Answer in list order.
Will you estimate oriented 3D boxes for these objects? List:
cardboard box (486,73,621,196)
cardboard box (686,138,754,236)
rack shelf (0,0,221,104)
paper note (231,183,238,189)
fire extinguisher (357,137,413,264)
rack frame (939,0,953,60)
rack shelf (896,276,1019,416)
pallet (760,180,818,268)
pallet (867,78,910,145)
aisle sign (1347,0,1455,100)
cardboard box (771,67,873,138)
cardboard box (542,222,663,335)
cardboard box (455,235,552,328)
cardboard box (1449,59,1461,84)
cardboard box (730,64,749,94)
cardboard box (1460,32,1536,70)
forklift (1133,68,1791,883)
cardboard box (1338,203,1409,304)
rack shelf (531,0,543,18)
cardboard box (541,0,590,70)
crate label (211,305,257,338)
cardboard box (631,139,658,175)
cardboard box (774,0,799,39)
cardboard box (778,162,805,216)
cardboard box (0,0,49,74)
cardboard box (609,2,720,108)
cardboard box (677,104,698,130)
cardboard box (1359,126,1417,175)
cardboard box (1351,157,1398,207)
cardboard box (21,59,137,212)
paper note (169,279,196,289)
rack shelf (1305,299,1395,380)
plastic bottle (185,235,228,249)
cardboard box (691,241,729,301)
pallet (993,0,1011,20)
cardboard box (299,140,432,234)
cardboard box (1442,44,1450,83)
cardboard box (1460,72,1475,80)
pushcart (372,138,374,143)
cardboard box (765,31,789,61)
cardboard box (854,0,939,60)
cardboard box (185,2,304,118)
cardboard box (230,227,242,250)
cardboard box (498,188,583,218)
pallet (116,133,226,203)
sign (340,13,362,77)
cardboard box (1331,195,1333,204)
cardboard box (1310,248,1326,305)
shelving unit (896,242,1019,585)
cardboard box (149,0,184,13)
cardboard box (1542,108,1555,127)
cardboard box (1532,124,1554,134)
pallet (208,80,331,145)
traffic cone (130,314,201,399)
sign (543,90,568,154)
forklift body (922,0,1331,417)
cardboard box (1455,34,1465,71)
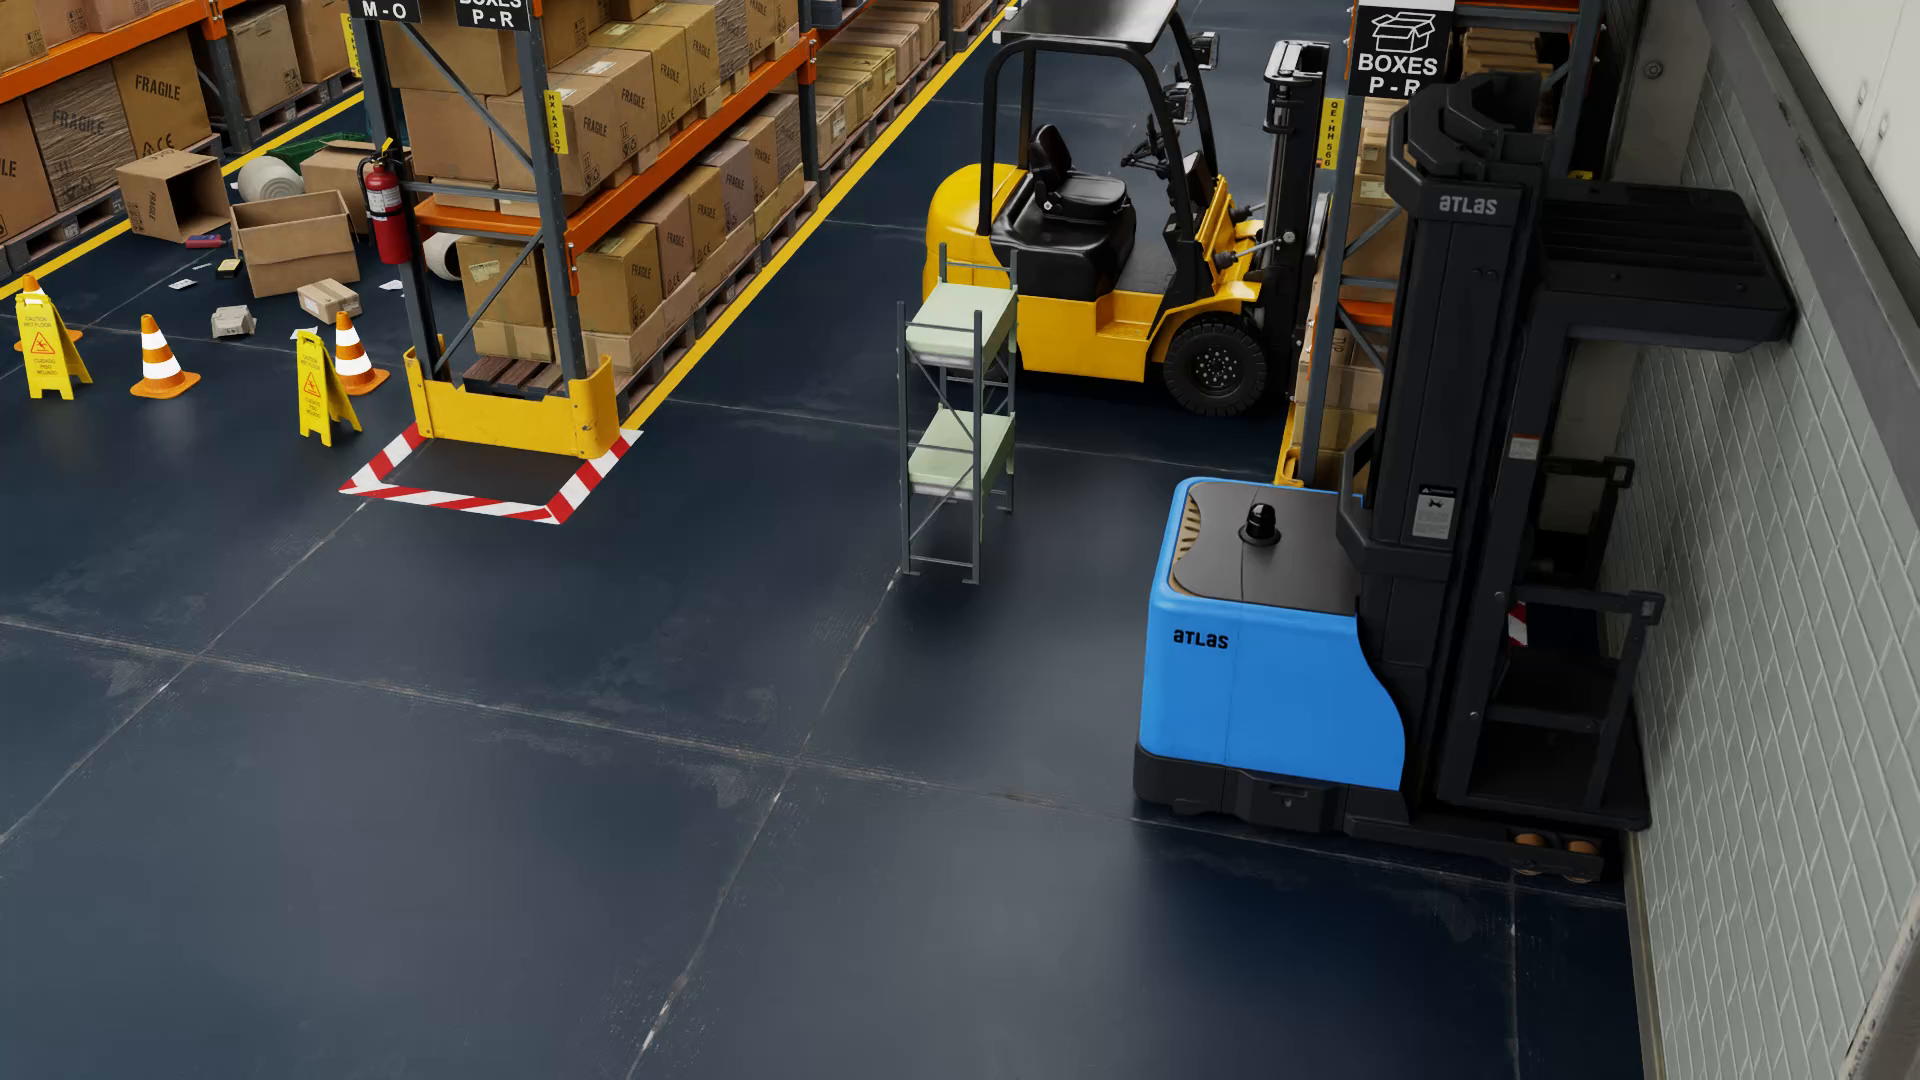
[{"bbox_3d":[-2.207,-2.222,9.079,0.500,0.500,0.500,8,33,12],"label":"cardboard box"},{"bbox_3d":[-1.727,-2.383,11.175,0.500,0.500,0.500,10,34,15],"label":"cardboard box"},{"bbox_3d":[-6.902,-3.202,11.662,1.077,0.370,4.000,8,33,12],"label":"rack shelf"},{"bbox_3d":[-5.689,-2.819,13.155,0.147,0.020,0.142,-14,35,-21],"label":"paper note"},{"bbox_3d":[-3.070,-1.817,8.884,0.296,0.674,0.183,8,33,12],"label":"fire extinguisher"},{"bbox_3d":[-0.565,-5.998,15.389,1.000,3.000,0.127,8,33,12],"label":"rack frame"},{"bbox_3d":[-0.002,-0.959,8.133,0.431,0.370,0.720,8,33,12],"label":"rack shelf"},{"bbox_3d":[-1.717,-2.392,12.316,1.003,0.211,1.213,8,33,12],"label":"pallet"},{"bbox_3d":[-1.077,-3.785,14.506,1.003,0.211,1.213,8,33,12],"label":"pallet"},{"bbox_3d":[1.906,-2.275,7.110,0.394,0.787,0.004,8,33,12],"label":"aisle sign"},{"bbox_3d":[-1.271,-3.636,13.732,0.950,0.372,0.625,10,34,15],"label":"cardboard box"},{"bbox_3d":[-2.118,-1.573,9.901,0.500,0.500,0.500,7,33,11],"label":"cardboard box"},{"bbox_3d":[-2.644,-1.631,9.992,0.500,0.500,0.500,8,33,13],"label":"cardboard box"},{"bbox_3d":[3.119,-2.497,9.788,0.500,0.500,0.500,7,33,11],"label":"cardboard box"},{"bbox_3d":[-1.622,-3.080,11.033,0.380,0.149,0.250,8,33,12],"label":"cardboard box"},{"bbox_3d":[2.982,-2.696,9.219,0.380,0.149,0.250,9,34,14],"label":"cardboard box"},{"bbox_3d":[2.299,-0.190,6.316,3.031,2.935,1.130,7,33,11],"label":"forklift"},{"bbox_3d":[2.078,-1.506,8.230,0.500,0.500,0.500,7,33,11],"label":"cardboard box"},{"bbox_3d":[-2.088,-3.847,9.879,1.077,0.370,4.000,8,33,12],"label":"rack shelf"},{"bbox_3d":[-2.541,-2.992,9.359,0.700,0.500,0.500,8,33,13],"label":"cardboard box"},{"bbox_3d":[-4.755,-1.428,10.869,0.250,0.136,0.298,-8,33,-13],"label":"crate label"},{"bbox_3d":[-2.004,-2.273,9.764,0.380,0.149,0.250,9,33,13],"label":"cardboard box"},{"bbox_3d":[-1.453,-3.825,11.601,0.500,0.500,0.500,7,33,11],"label":"cardboard box"},{"bbox_3d":[-1.470,-2.596,12.208,0.500,0.250,0.500,10,34,15],"label":"cardboard box"},{"bbox_3d":[-6.882,-3.572,11.434,0.875,0.550,0.500,8,33,12],"label":"cardboard box"},{"bbox_3d":[-1.829,-3.021,10.336,0.500,0.500,0.500,7,33,11],"label":"cardboard box"},{"bbox_3d":[-1.866,-2.690,10.420,0.380,0.149,0.250,7,33,11],"label":"cardboard box"},{"bbox_3d":[2.094,-1.829,7.855,0.380,0.149,0.250,8,33,12],"label":"cardboard box"},{"bbox_3d":[2.024,-1.707,7.941,0.380,0.149,0.250,8,33,13],"label":"cardboard box"},{"bbox_3d":[-6.846,-3.039,12.324,0.875,0.875,0.875,8,33,13],"label":"cardboard box"},{"bbox_3d":[-5.380,-1.775,11.515,0.144,0.017,0.142,20,38,29],"label":"paper note"},{"bbox_3d":[2.714,-1.907,9.624,1.077,0.370,4.000,8,33,12],"label":"rack shelf"},{"bbox_3d":[-5.474,-2.175,12.115,0.283,0.061,0.133,-3,33,-4],"label":"plastic bottle"},{"bbox_3d":[-1.860,-1.793,10.946,0.500,0.250,0.500,10,34,16],"label":"cardboard box"},{"bbox_3d":[0.019,-5.851,17.757,1.003,0.211,1.213,8,33,12],"label":"pallet"},{"bbox_3d":[-4.369,-2.593,12.233,0.797,0.637,0.503,8,33,12],"label":"cardboard box"},{"bbox_3d":[2.477,-2.625,9.109,0.380,0.149,0.250,8,33,13],"label":"cardboard box"},{"bbox_3d":[2.771,-2.296,8.590,0.380,0.149,0.250,9,34,14],"label":"cardboard box"},{"bbox_3d":[-3.798,-3.100,13.275,1.648,0.377,0.936,-3,33,-4],"label":"pushcart"},{"bbox_3d":[-1.424,-3.477,11.658,0.380,0.149,0.250,9,33,13],"label":"cardboard box"},{"bbox_3d":[-0.718,-4.774,15.522,0.950,0.372,0.625,6,33,9],"label":"cardboard box"},{"bbox_3d":[-6.323,-4.106,14.118,1.050,0.750,0.750,8,33,12],"label":"cardboard box"},{"bbox_3d":[-5.049,-2.247,12.037,0.396,0.266,0.258,14,35,21],"label":"cardboard box"},{"bbox_3d":[-2.309,-1.888,9.159,0.380,0.149,0.250,8,33,13],"label":"cardboard box"},{"bbox_3d":[-6.663,-2.983,13.245,1.003,0.211,1.213,8,33,12],"label":"pallet"},{"bbox_3d":[-3.127,-2.554,8.598,0.100,0.325,0.005,8,33,12],"label":"sign"},{"bbox_3d":[2.656,-2.215,10.677,0.500,0.250,0.500,8,33,12],"label":"cardboard box"},{"bbox_3d":[2.264,-1.422,9.430,0.500,0.250,0.500,8,33,13],"label":"cardboard box"},{"bbox_3d":[-0.002,-0.629,8.342,0.431,1.500,0.755,8,33,12],"label":"shelving unit"},{"bbox_3d":[-6.476,-4.414,12.757,0.875,0.550,0.550,8,33,12],"label":"cardboard box"},{"bbox_3d":[2.874,-2.147,8.633,0.380,0.149,0.250,8,33,13],"label":"cardboard box"},{"bbox_3d":[2.627,-1.889,7.950,0.380,0.149,0.250,9,34,14],"label":"cardboard box"},{"bbox_3d":[-6.271,-3.777,14.495,1.003,0.211,1.213,8,33,12],"label":"pallet"},{"bbox_3d":[-4.894,-1.149,10.126,0.336,0.463,0.334,8,33,12],"label":"traffic cone"},{"bbox_3d":[-2.071,-2.138,8.510,0.100,0.325,0.005,8,33,12],"label":"sign"},{"bbox_3d":[0.923,-2.047,9.965,2.313,2.155,1.214,8,33,12],"label":"forklift body"},{"bbox_3d":[3.102,-2.835,9.716,0.380,0.149,0.250,9,34,14],"label":"cardboard box"}]
